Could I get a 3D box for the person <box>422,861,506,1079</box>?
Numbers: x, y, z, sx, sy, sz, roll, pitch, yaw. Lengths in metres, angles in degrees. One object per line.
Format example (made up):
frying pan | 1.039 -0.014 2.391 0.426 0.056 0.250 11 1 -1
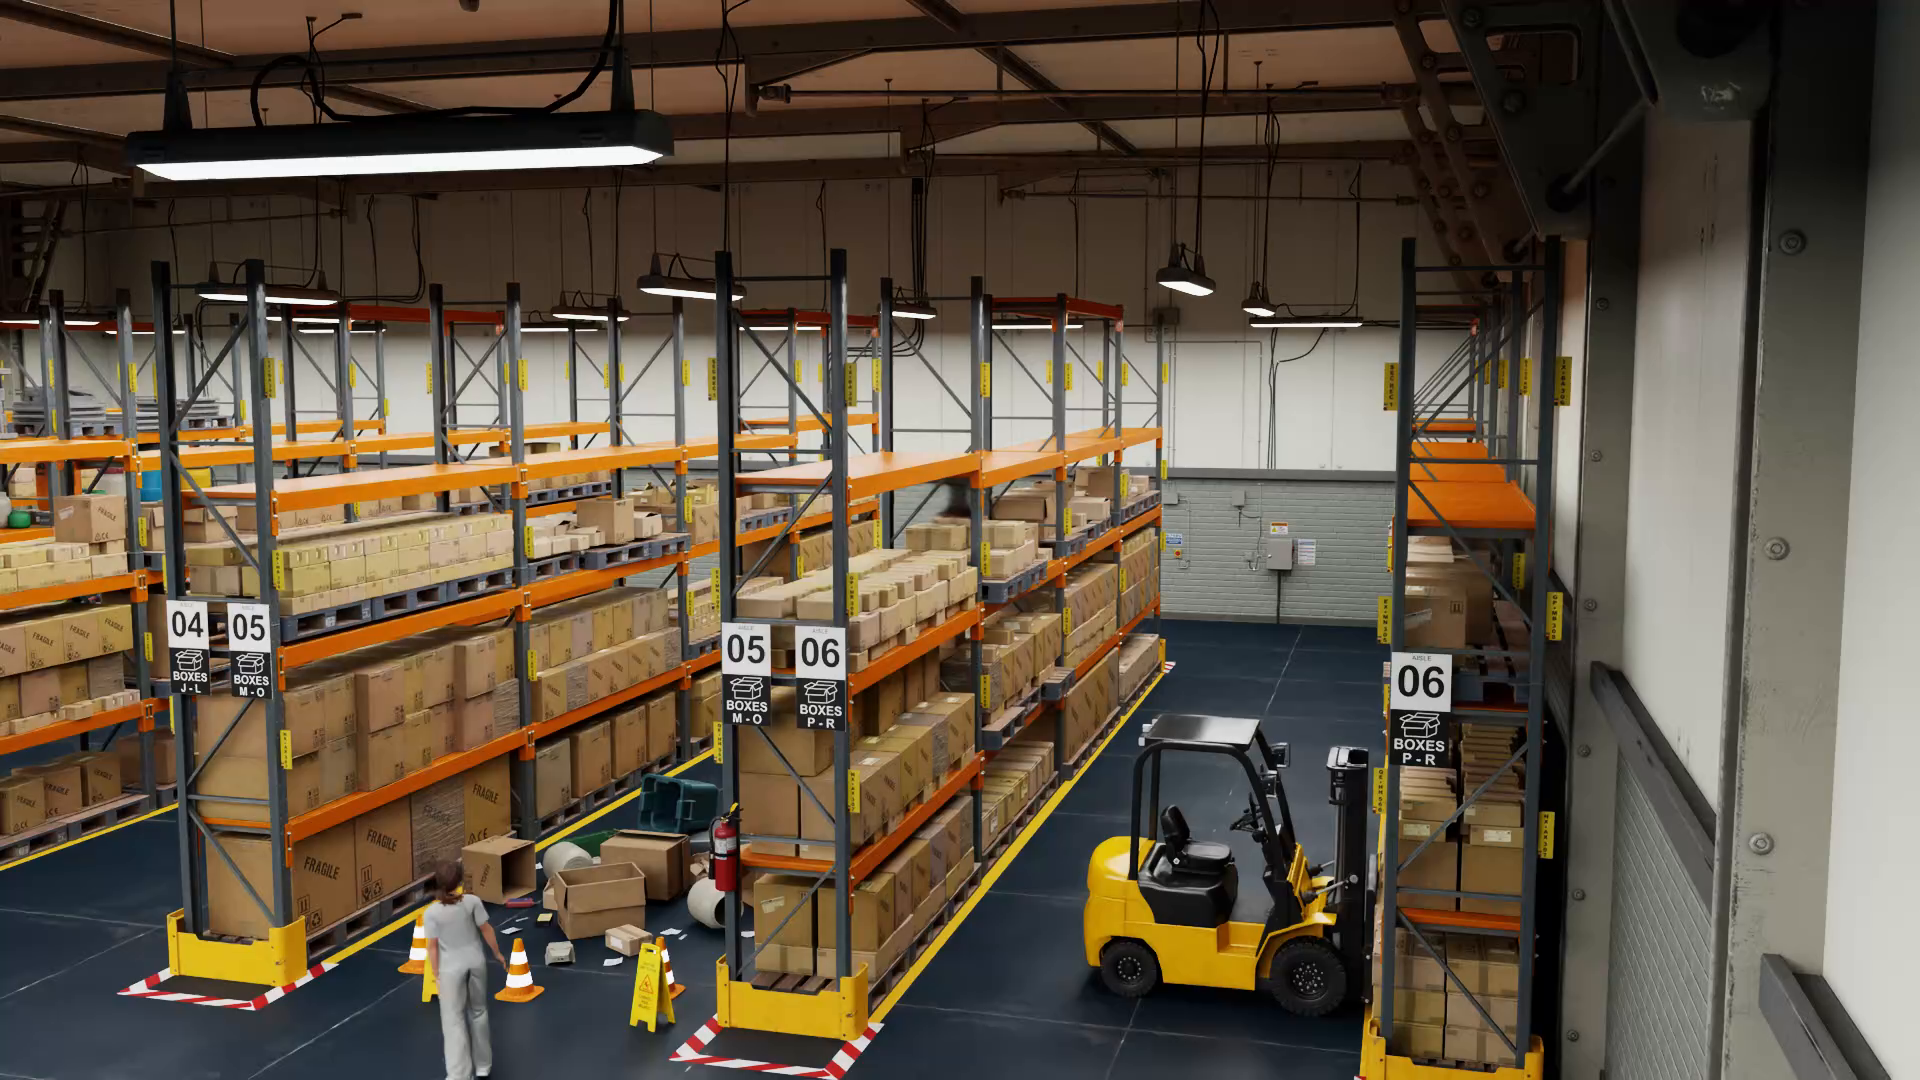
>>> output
person | -3.531 3.080 11.864 0.618 1.683 0.416 -6 8 -44
